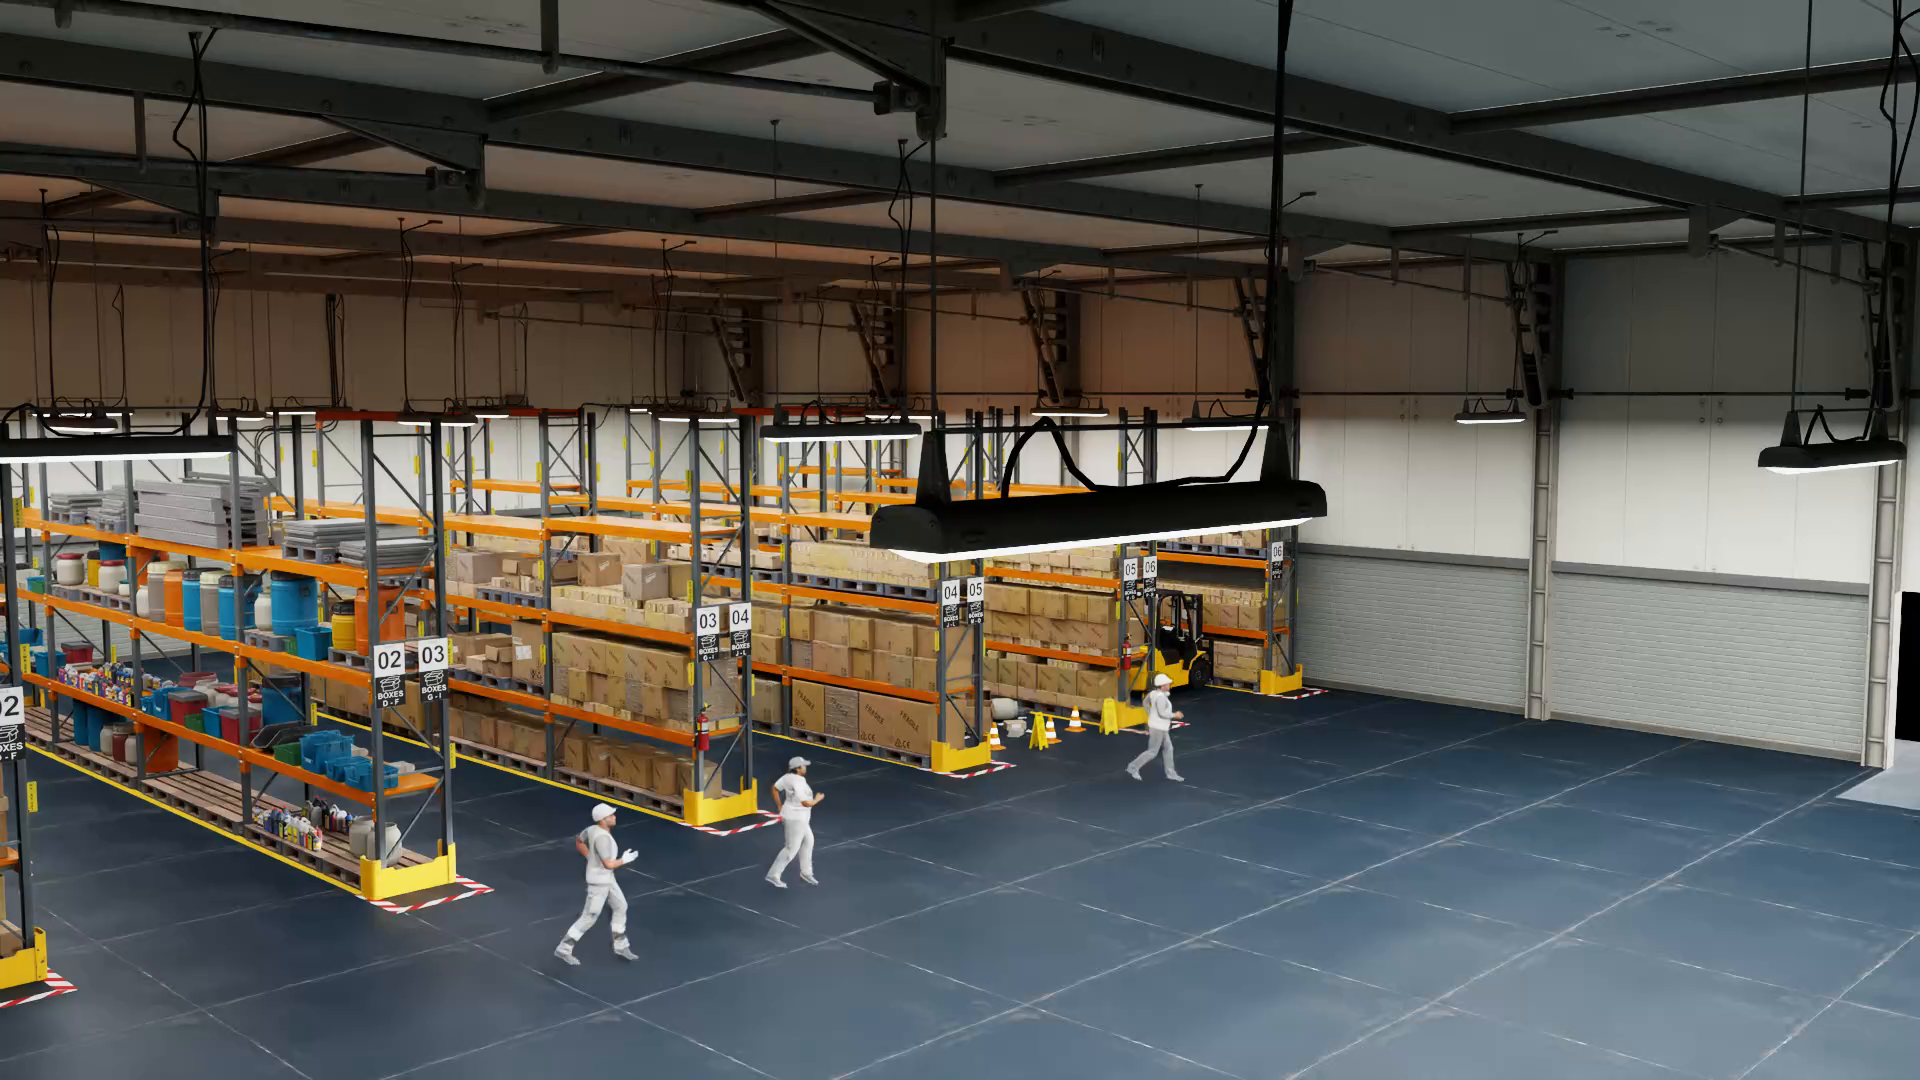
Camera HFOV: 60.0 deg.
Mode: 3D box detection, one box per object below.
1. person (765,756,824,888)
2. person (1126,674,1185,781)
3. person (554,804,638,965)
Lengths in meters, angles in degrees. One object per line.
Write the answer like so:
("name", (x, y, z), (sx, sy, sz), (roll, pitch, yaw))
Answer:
("person", (-2.118, 3.625, 21.226), (0.795, 1.739, 0.595), (-2, 5, -18))
("person", (3.179, 3.050, 26.928), (0.966, 1.774, 0.632), (0, 5, 2))
("person", (-4.027, 3.810, 18.361), (0.931, 1.827, 0.676), (-1, 5, -15))
